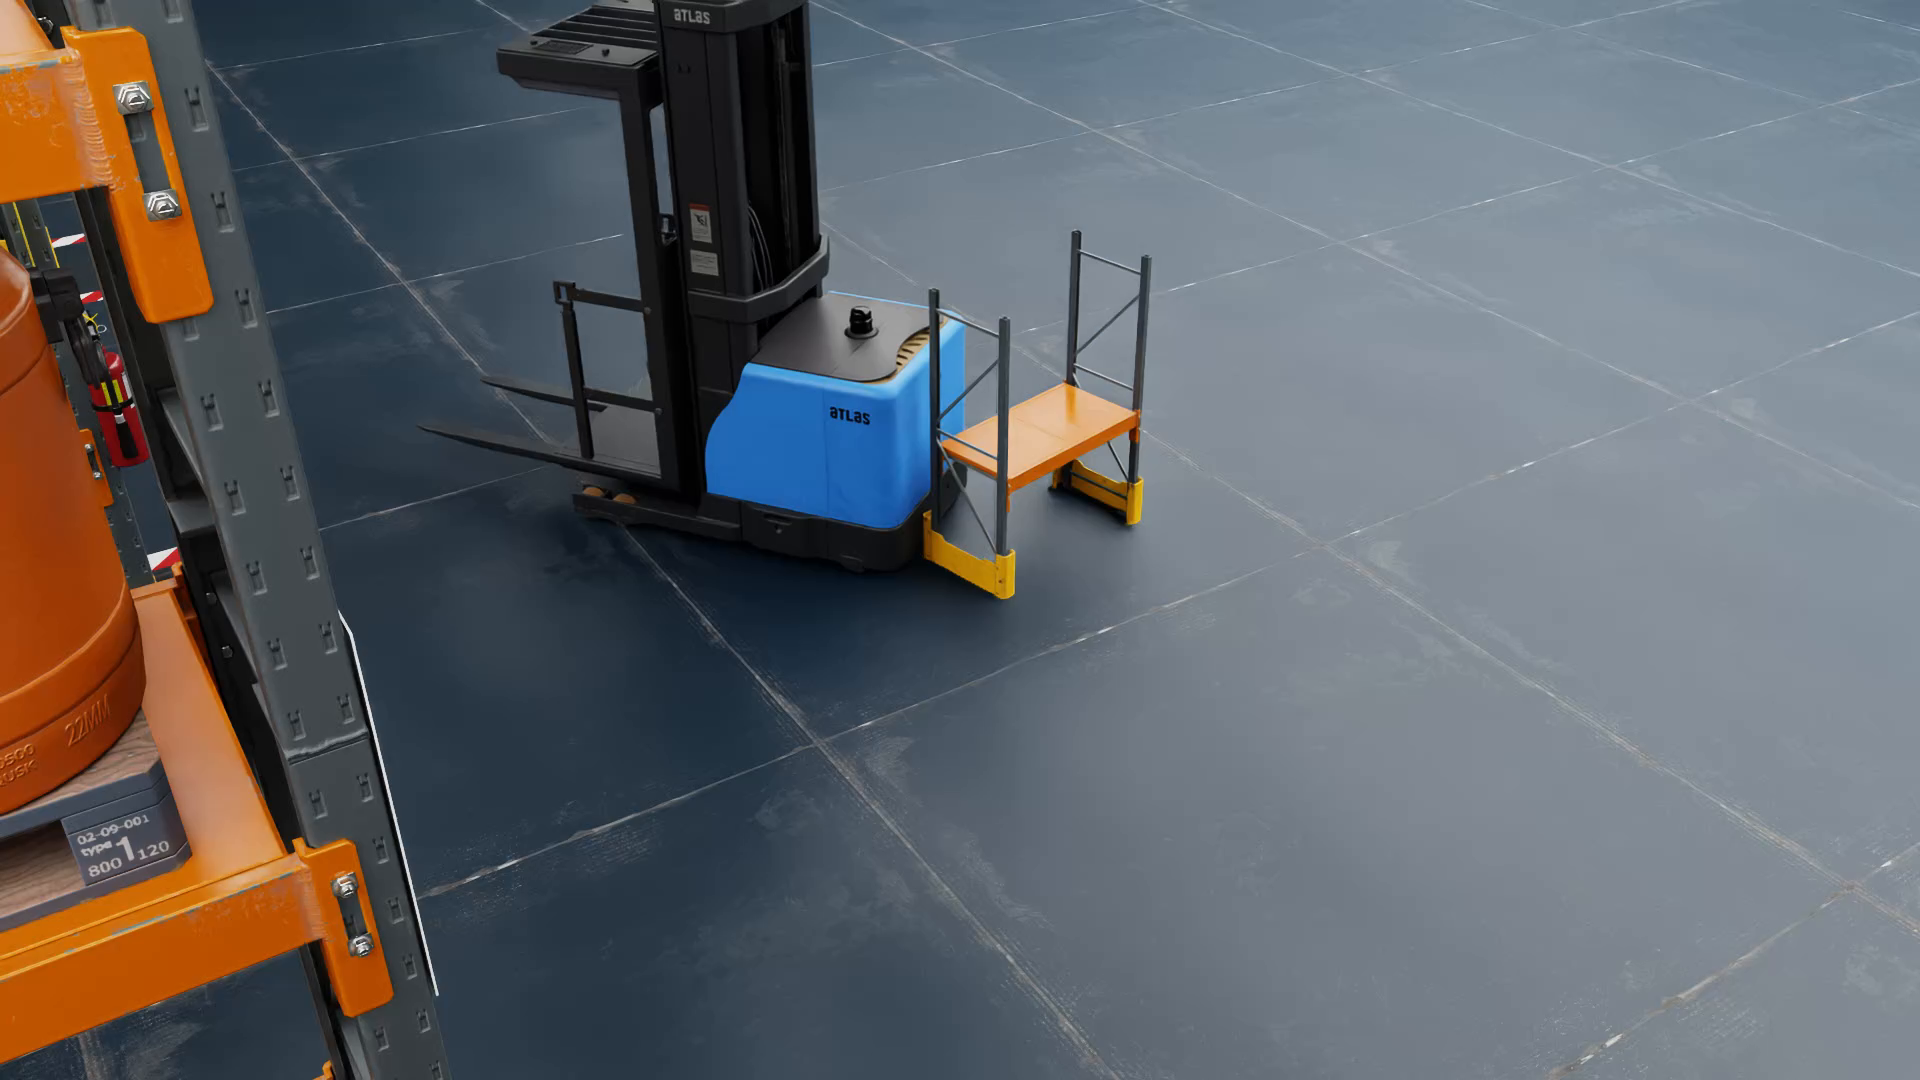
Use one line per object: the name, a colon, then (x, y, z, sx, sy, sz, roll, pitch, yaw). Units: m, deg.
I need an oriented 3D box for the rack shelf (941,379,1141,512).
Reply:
rack shelf: (0.397, -0.499, 8.472, 0.538, 0.185, 1.000, 28, 42, 36)

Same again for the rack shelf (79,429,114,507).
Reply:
rack shelf: (-5.622, 0.037, 6.554, 4.000, 0.370, 1.077, -19, 37, -27)

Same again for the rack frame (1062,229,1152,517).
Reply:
rack frame: (0.754, -0.844, 8.682, 0.500, 1.500, 0.032, 28, 42, 36)

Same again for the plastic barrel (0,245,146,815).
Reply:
plastic barrel: (-1.597, -0.055, 2.418, 0.708, 0.830, 0.600, -19, 37, -27)

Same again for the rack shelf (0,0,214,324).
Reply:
rack shelf: (-2.938, -0.110, 1.539, 4.000, 0.370, 1.077, -19, 37, -27)

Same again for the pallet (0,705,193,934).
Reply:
pallet: (-2.005, 0.382, 2.698, 1.213, 0.211, 1.003, -19, 37, -27)

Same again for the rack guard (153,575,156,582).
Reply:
rack guard: (-4.004, 0.234, 7.911, 0.348, 0.500, 1.175, -19, 37, -27)

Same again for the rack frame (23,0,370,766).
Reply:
rack frame: (-1.257, -1.162, 2.157, 0.127, 3.000, 1.000, -19, 37, -27)

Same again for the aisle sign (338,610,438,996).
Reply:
aisle sign: (-1.036, 0.388, 2.886, 0.004, 0.787, 0.394, -19, 37, -27)

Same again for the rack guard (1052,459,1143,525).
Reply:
rack guard: (0.740, -0.308, 9.004, 0.587, 0.250, 0.087, 28, 42, 36)

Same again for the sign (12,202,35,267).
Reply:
sign: (-3.657, -1.214, 6.482, 0.005, 0.325, 0.100, -19, 37, -27)

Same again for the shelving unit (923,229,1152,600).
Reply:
shelving unit: (0.391, -0.647, 8.370, 0.587, 1.500, 1.083, 28, 42, 36)

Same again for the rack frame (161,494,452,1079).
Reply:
rack frame: (-1.257, 1.376, 3.758, 0.127, 3.000, 1.000, -19, 37, -27)

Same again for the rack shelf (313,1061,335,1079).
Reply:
rack shelf: (-2.938, 2.258, 3.033, 4.000, 0.370, 1.077, -19, 37, -27)

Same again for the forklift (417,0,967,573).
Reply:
forklift: (-1.531, -1.564, 8.482, 3.031, 2.935, 1.130, 12, 34, 18)

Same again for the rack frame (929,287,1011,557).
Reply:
rack frame: (0.041, -0.457, 8.069, 0.500, 1.500, 0.032, 28, 42, 36)

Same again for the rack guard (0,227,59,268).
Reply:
rack guard: (-6.523, -2.049, 11.529, 0.348, 0.500, 1.175, -19, 37, -27)

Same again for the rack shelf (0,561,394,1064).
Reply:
rack shelf: (-2.938, 0.989, 2.233, 4.000, 0.370, 1.077, -19, 37, -27)

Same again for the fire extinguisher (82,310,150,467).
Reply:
fire extinguisher: (-3.595, -0.639, 7.024, 0.183, 0.674, 0.296, -19, 37, -27)

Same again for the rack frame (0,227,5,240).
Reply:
rack frame: (-6.543, -3.099, 10.851, 0.127, 3.000, 1.000, -19, 37, -27)

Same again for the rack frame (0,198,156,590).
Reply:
rack frame: (-3.941, -0.845, 7.279, 0.127, 3.000, 1.000, -19, 37, -27)

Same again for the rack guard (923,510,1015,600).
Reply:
rack guard: (0.042, 0.071, 8.403, 0.587, 0.250, 0.087, 28, 42, 36)
